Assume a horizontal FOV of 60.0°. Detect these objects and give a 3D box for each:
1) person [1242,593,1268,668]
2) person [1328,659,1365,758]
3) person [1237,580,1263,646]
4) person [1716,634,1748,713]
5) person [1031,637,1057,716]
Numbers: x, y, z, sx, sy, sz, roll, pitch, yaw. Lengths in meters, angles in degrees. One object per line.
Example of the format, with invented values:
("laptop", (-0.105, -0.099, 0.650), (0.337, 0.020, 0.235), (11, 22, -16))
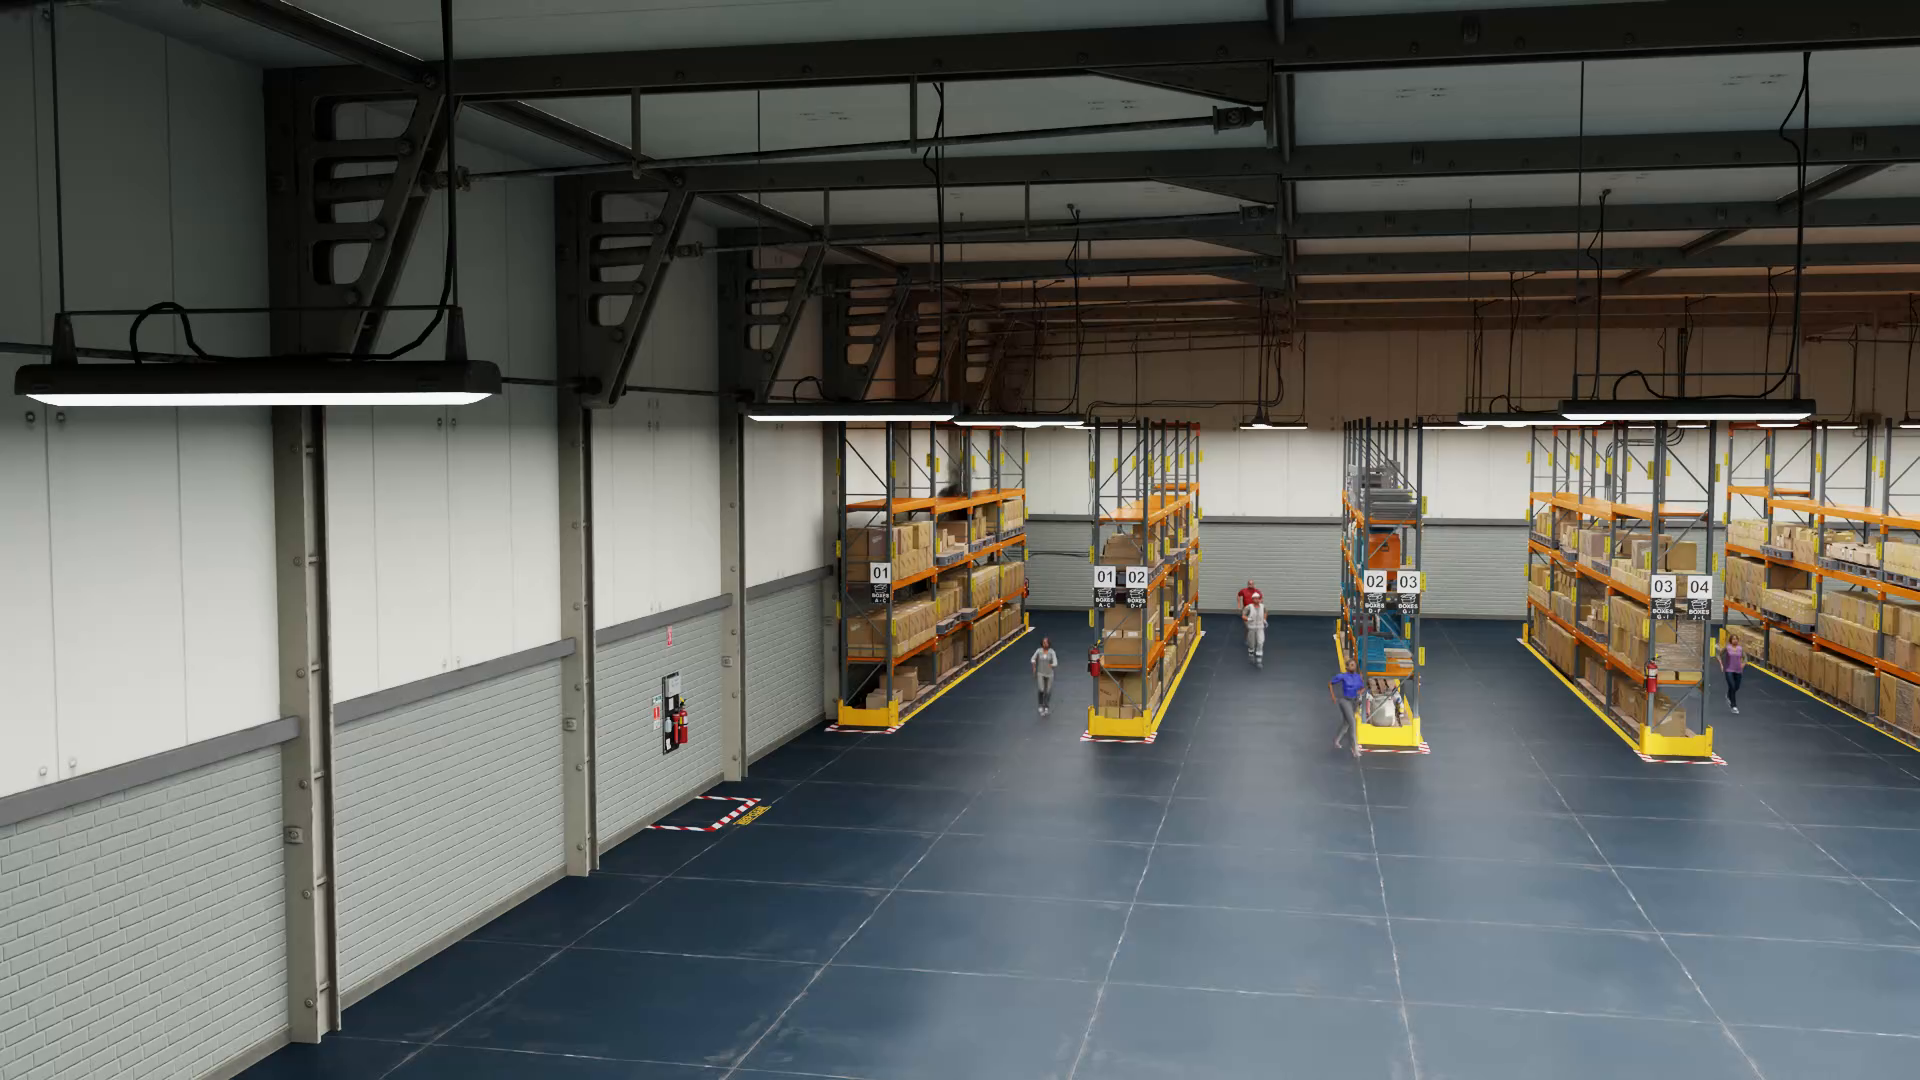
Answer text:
("person", (7.192, 2.176, 40.517), (0.644, 1.786, 0.995), (0, 4, 1))
("person", (6.942, 2.974, 29.639), (0.629, 1.688, 0.806), (-2, 4, -34))
("person", (7.820, 1.954, 44.789), (0.636, 1.790, 0.873), (0, 4, -1))
("person", (15.833, 2.720, 34.098), (0.559, 1.562, 0.855), (1, 4, 8))
("person", (1.702, 2.756, 33.466), (0.508, 1.572, 0.657), (0, 4, -1))
